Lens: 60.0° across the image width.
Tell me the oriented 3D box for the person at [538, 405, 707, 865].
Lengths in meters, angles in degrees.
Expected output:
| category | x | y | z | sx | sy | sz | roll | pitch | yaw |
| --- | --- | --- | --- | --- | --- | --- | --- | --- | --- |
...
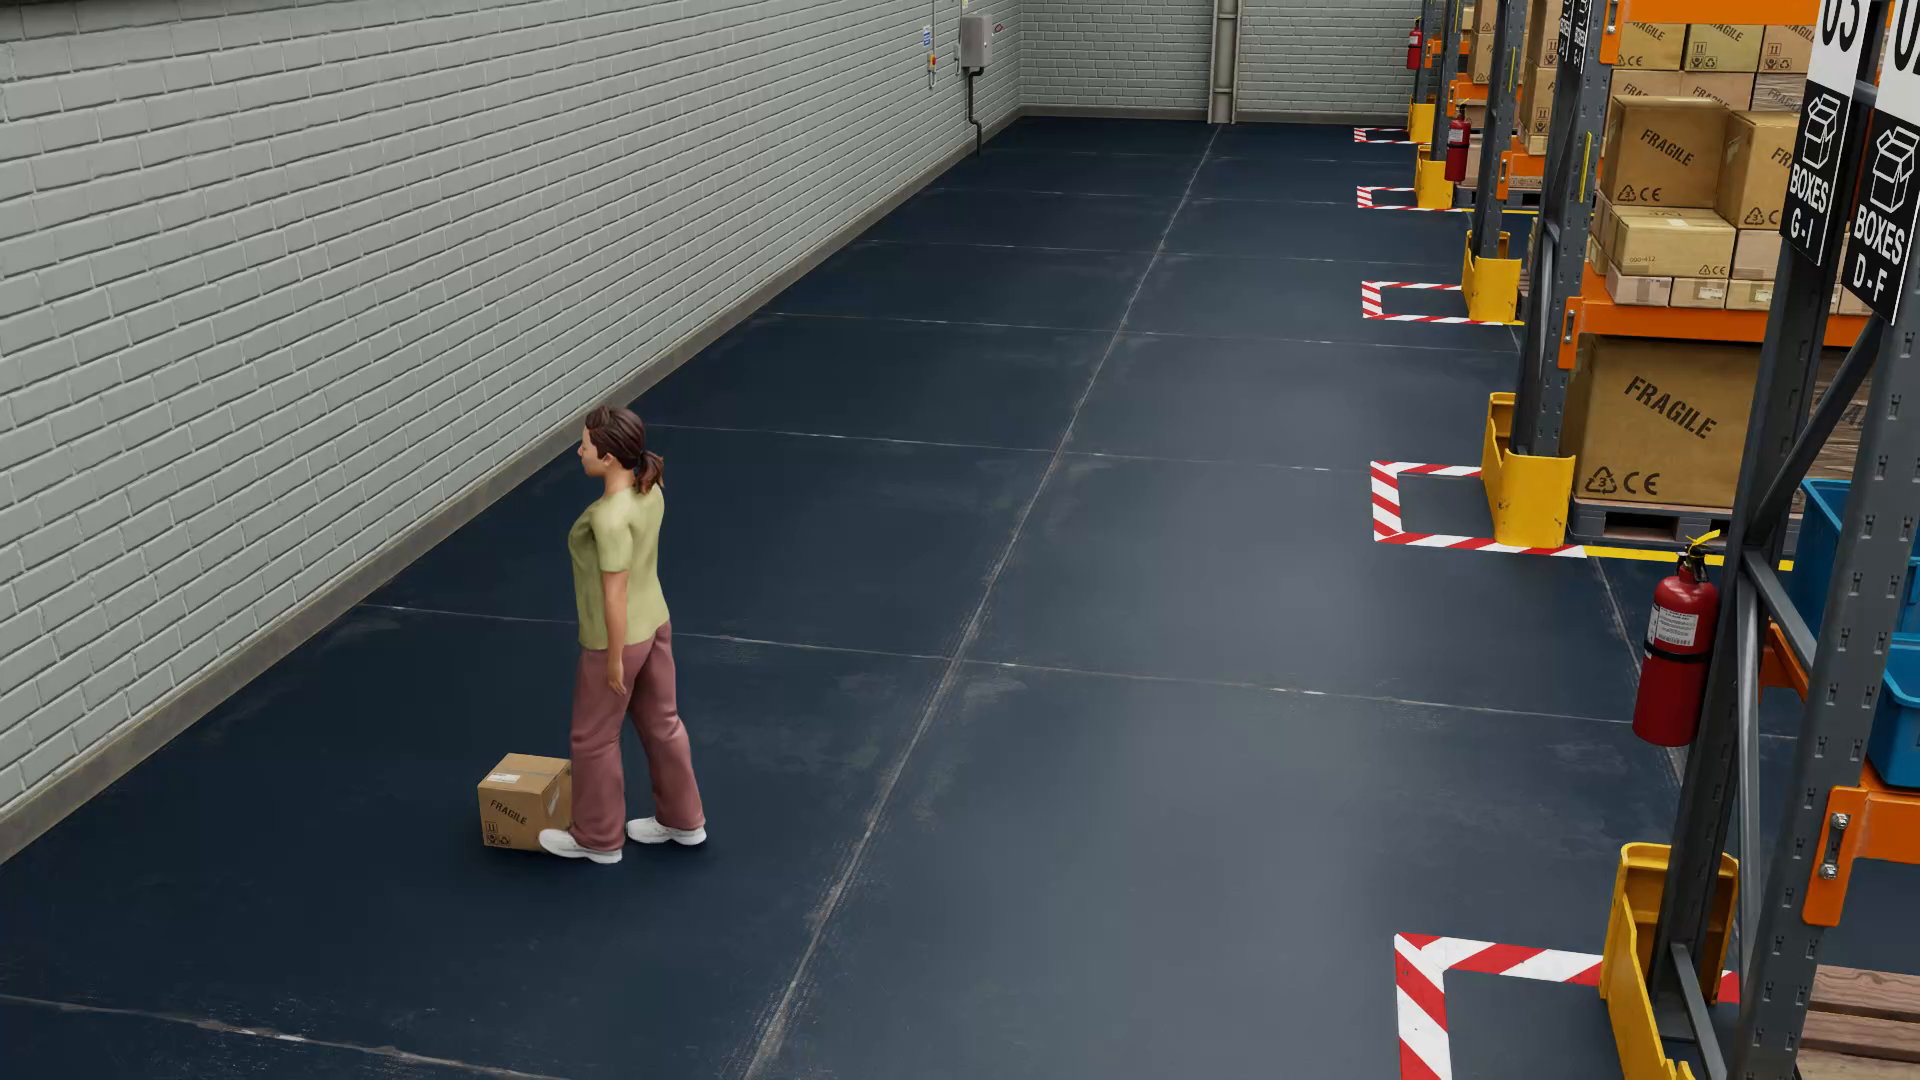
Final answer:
| category | x | y | z | sx | sy | sz | roll | pitch | yaw |
| --- | --- | --- | --- | --- | --- | --- | --- | --- | --- |
| person | -1.209 | 0.335 | 5.755 | 0.554 | 1.667 | 0.447 | 5 | 22 | 13 |
